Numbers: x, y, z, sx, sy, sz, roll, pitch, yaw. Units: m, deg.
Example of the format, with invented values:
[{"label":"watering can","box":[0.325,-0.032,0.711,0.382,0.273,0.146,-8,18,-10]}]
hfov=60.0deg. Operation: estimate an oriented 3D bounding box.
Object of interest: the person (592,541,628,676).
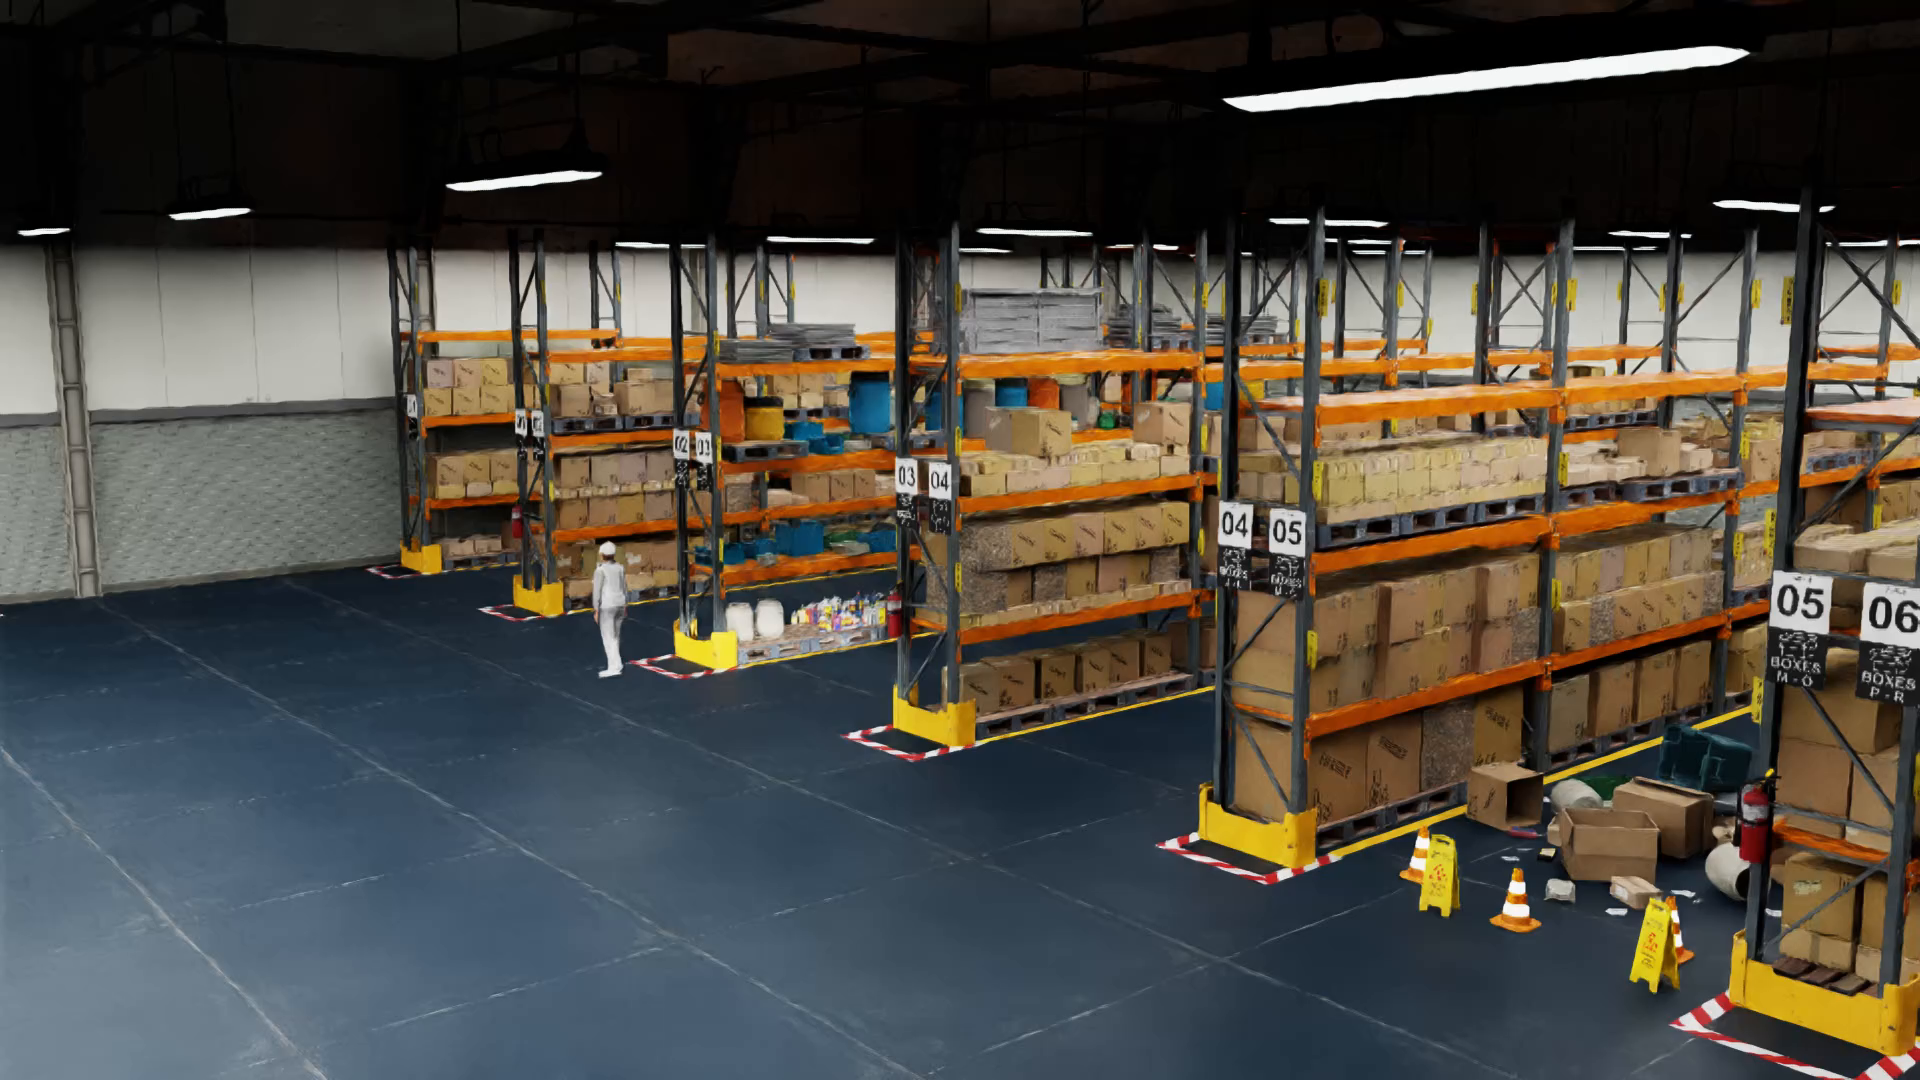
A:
[{"label":"person","box":[-4.671,0.901,22.154,0.539,1.773,0.634,6,10,33]}]

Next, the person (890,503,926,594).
[{"label":"person","box":[-0.658,0.152,27.428,1.019,1.603,0.445,-5,10,-30]}]
